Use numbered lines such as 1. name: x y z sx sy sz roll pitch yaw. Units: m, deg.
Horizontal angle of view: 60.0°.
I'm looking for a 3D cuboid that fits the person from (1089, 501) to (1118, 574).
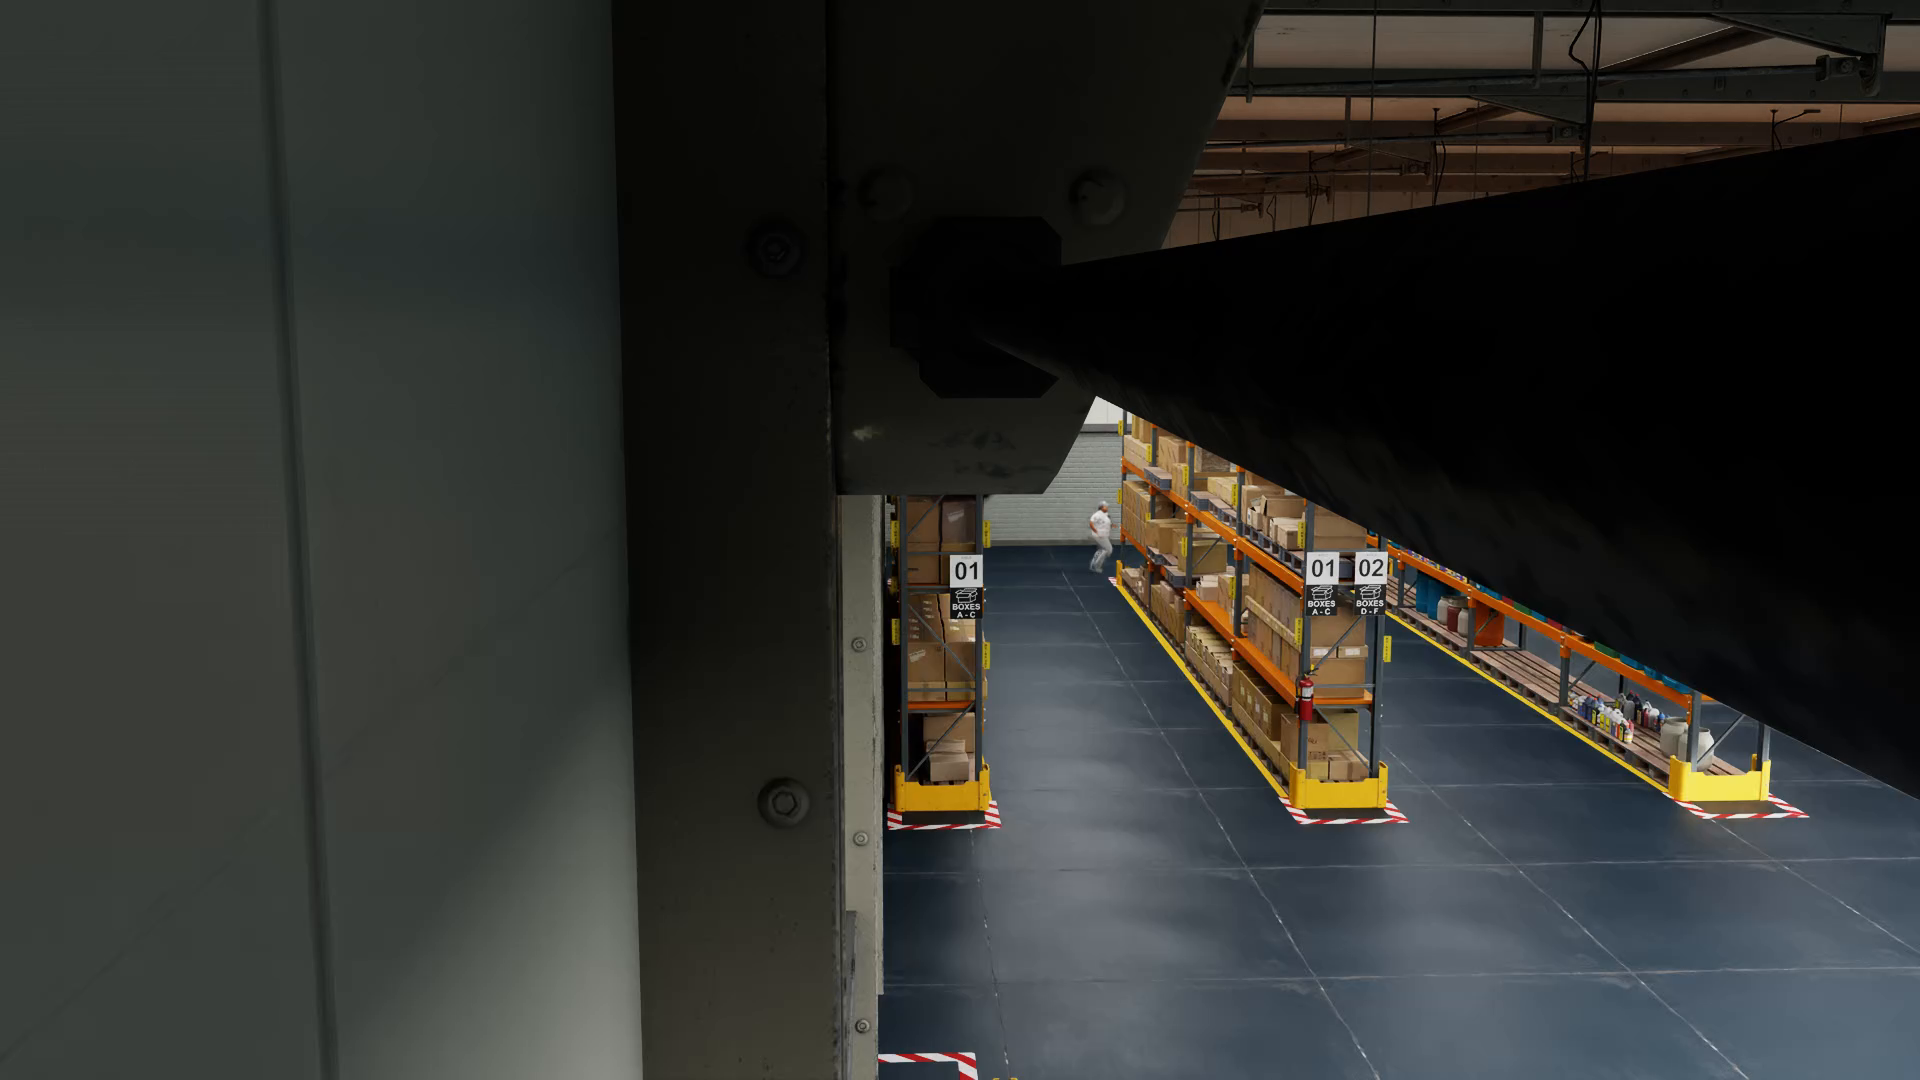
1. person: 3.269 -0.068 37.947 0.638 1.658 0.580 3 9 19
